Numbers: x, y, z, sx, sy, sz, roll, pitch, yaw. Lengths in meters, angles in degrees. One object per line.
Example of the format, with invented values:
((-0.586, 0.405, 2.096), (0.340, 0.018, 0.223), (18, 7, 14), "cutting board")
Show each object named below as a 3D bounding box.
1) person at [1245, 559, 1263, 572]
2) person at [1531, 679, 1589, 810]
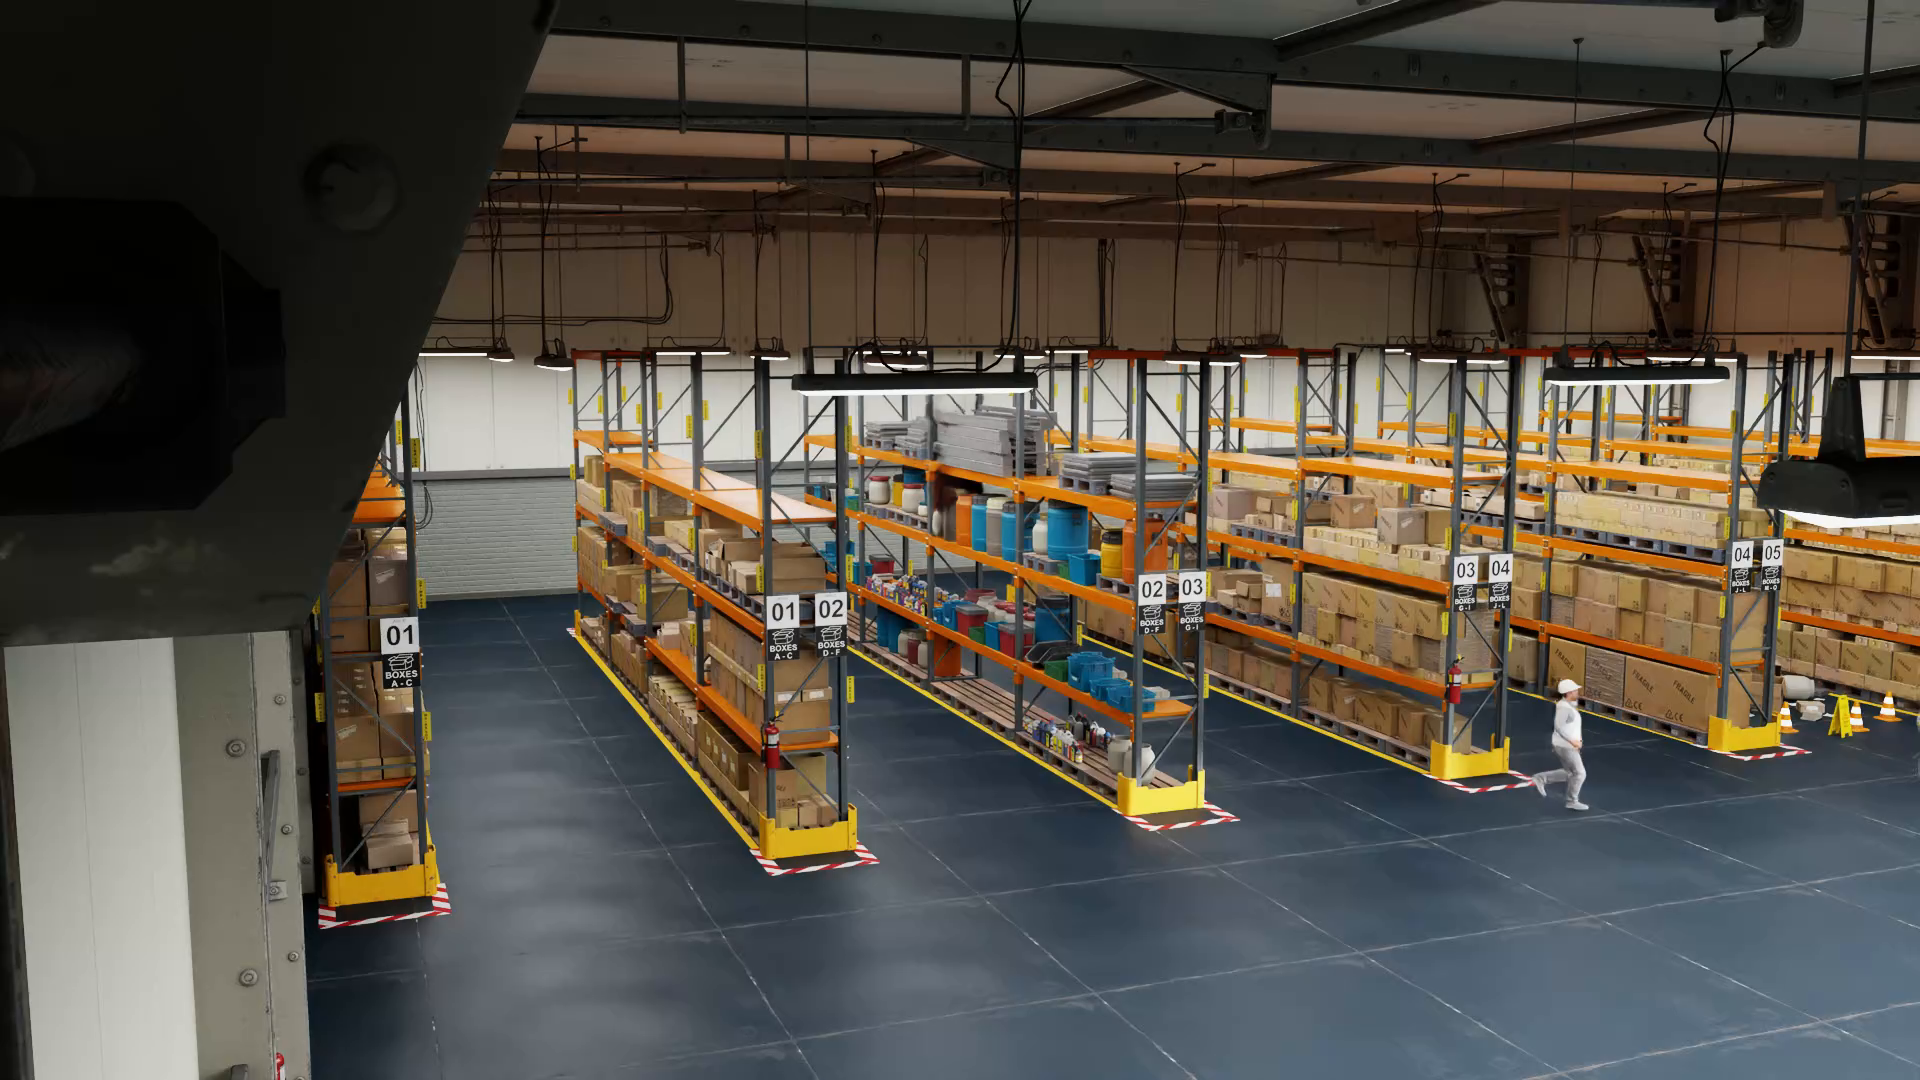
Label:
((7.480, 0.274, 41.997), (0.852, 1.732, 0.592), (-2, 7, -18), "person")
((8.044, 2.715, 22.216), (0.733, 1.733, 0.691), (2, 7, 19), "person")
